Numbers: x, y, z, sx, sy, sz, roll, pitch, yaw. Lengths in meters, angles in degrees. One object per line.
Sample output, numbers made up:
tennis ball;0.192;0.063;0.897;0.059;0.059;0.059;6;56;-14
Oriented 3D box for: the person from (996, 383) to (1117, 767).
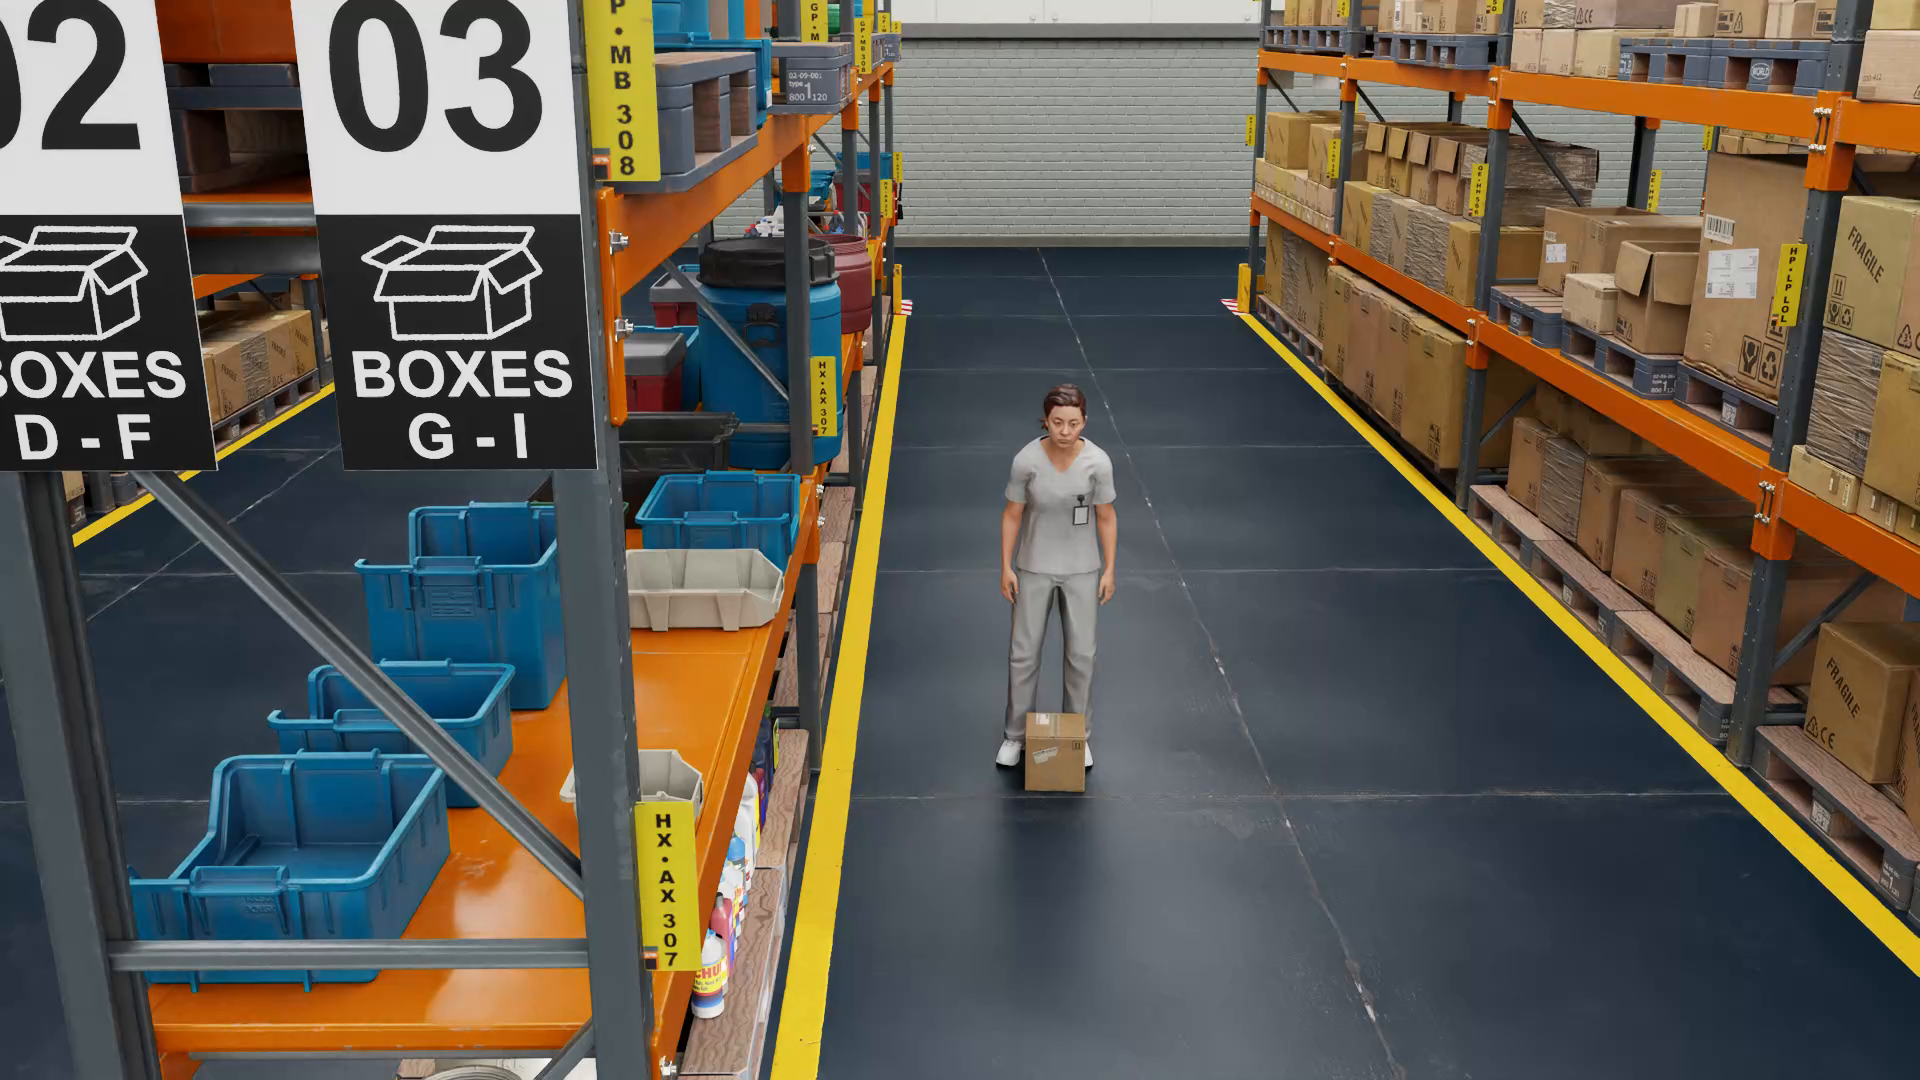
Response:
person;0.413;0.146;7.076;0.502;1.672;0.354;1;17;3
